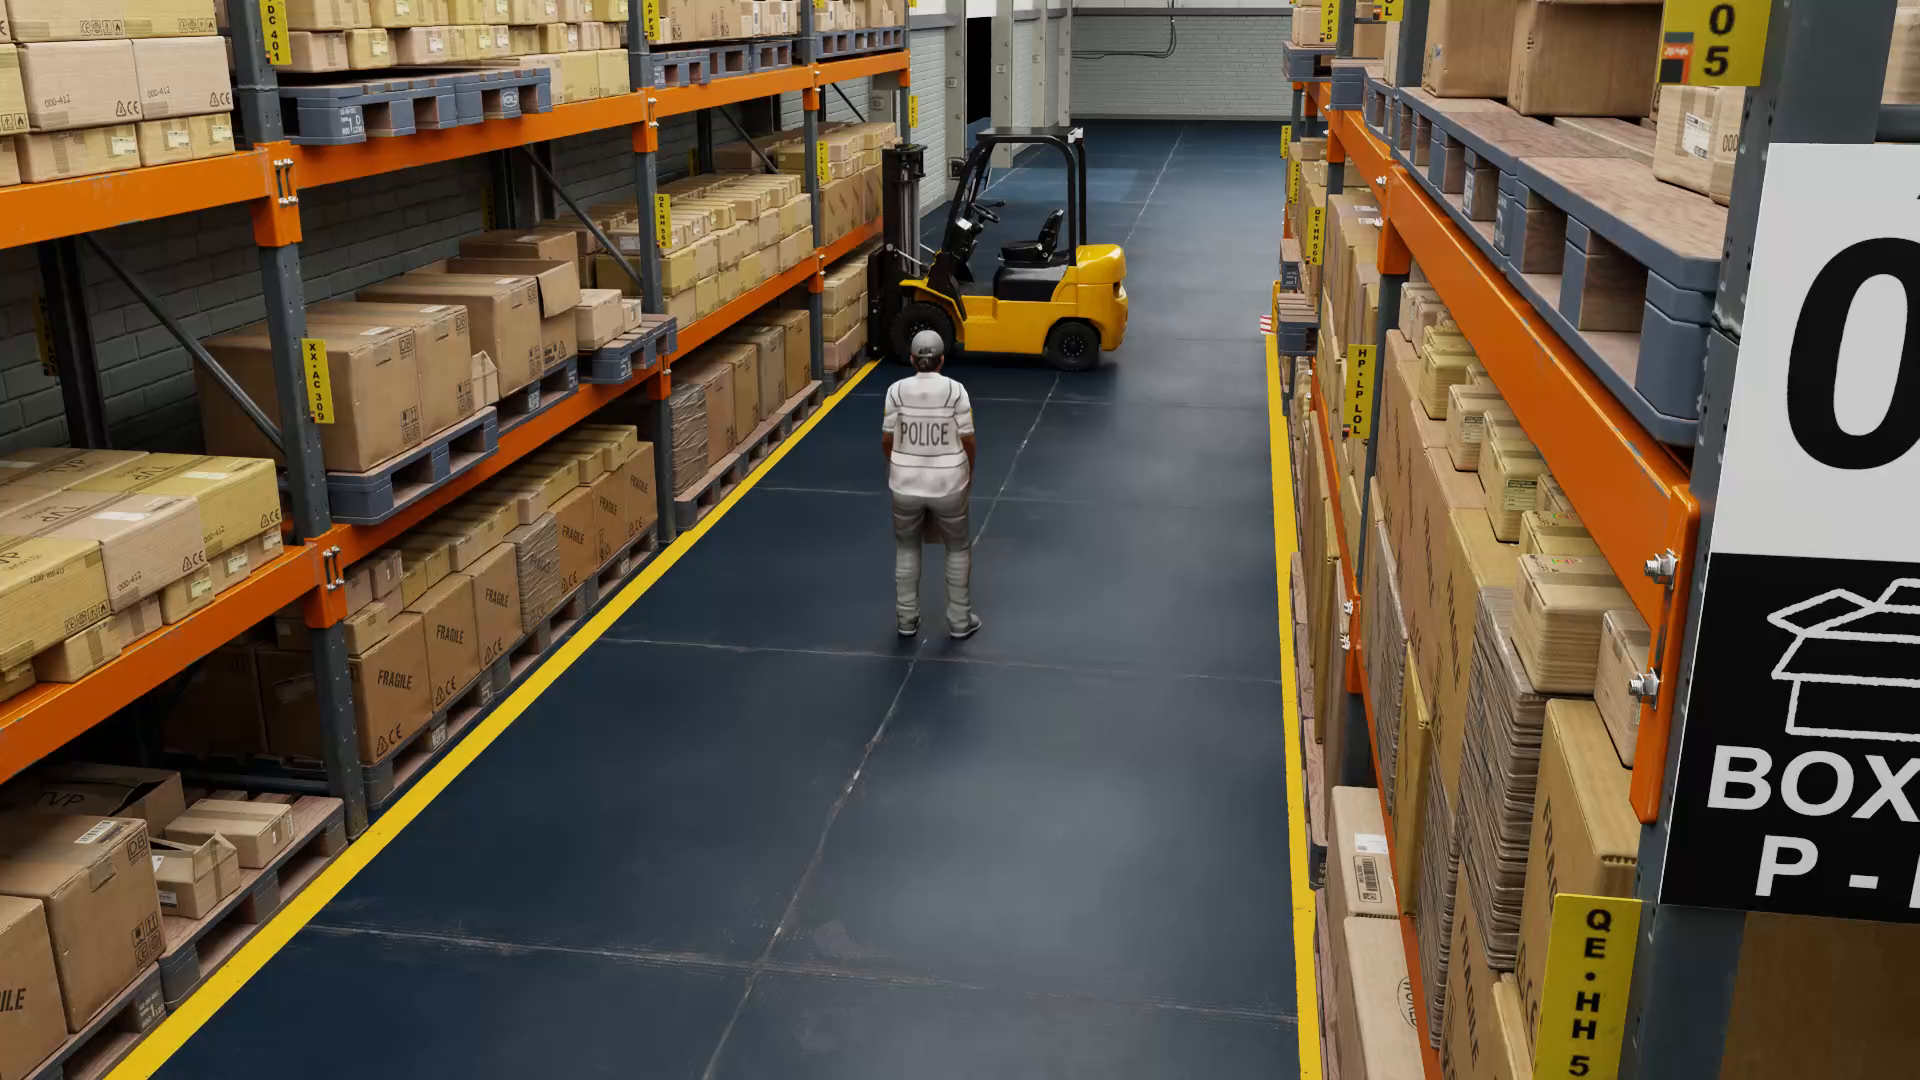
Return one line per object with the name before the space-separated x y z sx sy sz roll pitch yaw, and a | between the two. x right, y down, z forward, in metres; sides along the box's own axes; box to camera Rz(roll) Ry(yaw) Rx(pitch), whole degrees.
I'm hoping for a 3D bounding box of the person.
person | -0.154 -0.288 8.922 0.521 1.671 0.429 2 18 7
